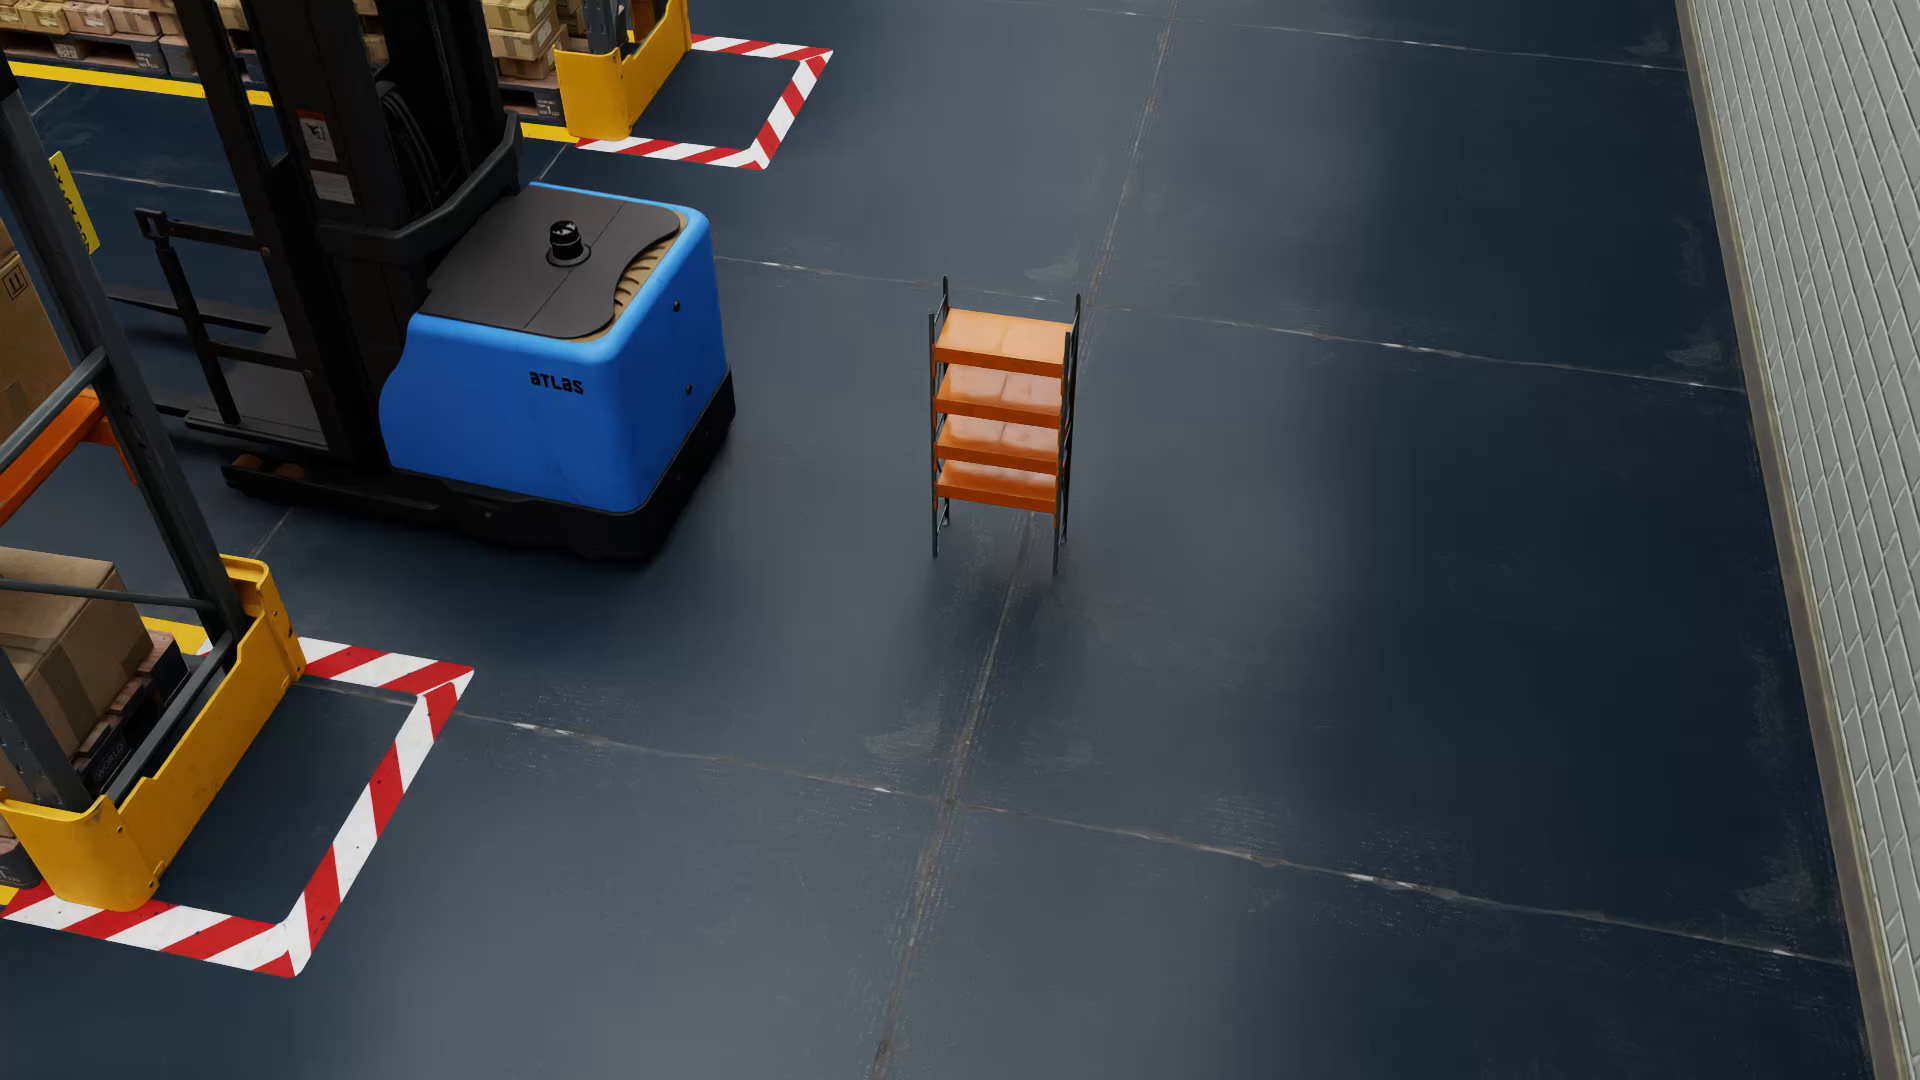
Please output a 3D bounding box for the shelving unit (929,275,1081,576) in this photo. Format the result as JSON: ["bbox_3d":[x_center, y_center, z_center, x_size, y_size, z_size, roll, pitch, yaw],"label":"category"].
[{"bbox_3d":[0.162,-0.407,6.308,0.503,1.200,0.258,9,45,9],"label":"shelving unit"}]

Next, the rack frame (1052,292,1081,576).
[{"bbox_3d":[0.400,-0.370,6.269,0.015,1.200,0.240,9,45,9],"label":"rack frame"}]

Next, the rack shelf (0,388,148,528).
[{"bbox_3d":[-4.716,-0.314,5.432,4.000,0.370,1.077,9,45,9],"label":"rack shelf"}]

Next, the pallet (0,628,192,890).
[{"bbox_3d":[-3.561,0.666,5.906,1.213,0.211,1.003,9,45,9],"label":"pallet"}]

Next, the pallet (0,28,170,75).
[{"bbox_3d":[-5.022,-3.159,9.880,1.213,0.211,1.003,9,45,9],"label":"pallet"}]

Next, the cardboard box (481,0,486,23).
[{"bbox_3d":[-2.586,-2.960,8.986,0.250,0.149,0.380,10,45,10],"label":"cardboard box"}]

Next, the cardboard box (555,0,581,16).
[{"bbox_3d":[-2.237,-3.120,9.367,0.250,0.149,0.380,11,45,11],"label":"cardboard box"}]

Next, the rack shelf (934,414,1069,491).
[{"bbox_3d":[0.162,-0.359,6.355,0.480,0.148,0.258,9,45,9],"label":"rack shelf"}]

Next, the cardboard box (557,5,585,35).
[{"bbox_3d":[-2.223,-3.056,9.515,0.250,0.149,0.380,10,45,10],"label":"cardboard box"}]

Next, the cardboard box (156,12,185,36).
[{"bbox_3d":[-4.358,-3.028,9.486,0.250,0.149,0.380,7,44,7],"label":"cardboard box"}]

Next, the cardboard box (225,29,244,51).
[{"bbox_3d":[-4.125,-2.924,9.378,0.250,0.149,0.380,8,44,8],"label":"cardboard box"}]

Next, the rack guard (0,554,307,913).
[{"bbox_3d":[-2.741,0.634,5.731,0.348,0.500,1.175,9,45,9],"label":"rack guard"}]

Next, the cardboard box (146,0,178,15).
[{"bbox_3d":[-4.363,-3.111,9.357,0.250,0.149,0.380,11,45,11],"label":"cardboard box"}]

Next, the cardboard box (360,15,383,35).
[{"bbox_3d":[-3.106,-2.941,9.181,0.250,0.149,0.380,8,45,9],"label":"cardboard box"}]

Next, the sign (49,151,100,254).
[{"bbox_3d":[-2.637,-0.985,4.929,0.005,0.325,0.100,9,45,9],"label":"sign"}]

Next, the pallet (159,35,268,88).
[{"bbox_3d":[-3.828,-2.975,9.689,1.213,0.211,1.003,9,45,9],"label":"pallet"}]

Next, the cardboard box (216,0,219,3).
[{"bbox_3d":[-4.131,-3.029,9.273,0.250,0.149,0.380,9,45,9],"label":"cardboard box"}]

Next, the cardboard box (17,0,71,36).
[{"bbox_3d":[-5.140,-3.052,9.511,0.250,0.149,0.380,10,45,10],"label":"cardboard box"}]

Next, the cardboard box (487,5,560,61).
[{"bbox_3d":[-2.359,-2.754,8.986,0.250,0.149,0.380,8,44,8],"label":"cardboard box"}]

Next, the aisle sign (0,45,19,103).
[{"bbox_3d":[-2.631,-1.392,4.159,0.004,0.787,0.394,9,45,9],"label":"aisle sign"}]

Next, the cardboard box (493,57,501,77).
[{"bbox_3d":[-2.614,-2.669,9.112,0.250,0.149,0.380,10,45,10],"label":"cardboard box"}]

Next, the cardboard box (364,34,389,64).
[{"bbox_3d":[-3.097,-2.795,9.244,0.250,0.149,0.380,9,45,9],"label":"cardboard box"}]

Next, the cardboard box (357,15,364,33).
[{"bbox_3d":[-3.375,-2.901,9.139,0.250,0.149,0.380,9,45,10],"label":"cardboard box"}]

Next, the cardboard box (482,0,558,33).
[{"bbox_3d":[-2.354,-2.883,8.906,0.250,0.149,0.380,9,45,10],"label":"cardboard box"}]

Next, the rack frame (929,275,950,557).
[{"bbox_3d":[-0.077,-0.444,6.346,0.015,1.200,0.240,9,45,9],"label":"rack frame"}]

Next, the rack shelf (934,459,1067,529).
[{"bbox_3d":[0.162,-0.216,6.492,0.480,0.148,0.258,9,45,9],"label":"rack shelf"}]

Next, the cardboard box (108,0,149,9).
[{"bbox_3d":[-4.626,-3.168,9.417,0.250,0.149,0.380,7,44,7],"label":"cardboard box"}]

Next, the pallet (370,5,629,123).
[{"bbox_3d":[-2.641,-2.789,9.496,1.213,0.211,1.003,9,45,9],"label":"pallet"}]

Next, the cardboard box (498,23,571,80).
[{"bbox_3d":[-2.341,-2.698,9.143,0.250,0.149,0.380,10,45,10],"label":"cardboard box"}]

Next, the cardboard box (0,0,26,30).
[{"bbox_3d":[-5.400,-3.093,9.553,0.250,0.149,0.380,7,44,7],"label":"cardboard box"}]

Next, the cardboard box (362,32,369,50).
[{"bbox_3d":[-3.359,-2.792,9.240,0.250,0.149,0.380,7,44,7],"label":"cardboard box"}]

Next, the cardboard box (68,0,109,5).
[{"bbox_3d":[-4.889,-3.211,9.461,0.250,0.149,0.380,9,45,9],"label":"cardboard box"}]

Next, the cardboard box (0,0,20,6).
[{"bbox_3d":[-5.401,-3.201,9.451,0.250,0.149,0.380,11,45,11],"label":"cardboard box"}]

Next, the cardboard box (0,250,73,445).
[{"bbox_3d":[-3.170,-0.573,5.110,0.500,0.500,0.500,9,45,9],"label":"cardboard box"}]

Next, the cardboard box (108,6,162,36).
[{"bbox_3d":[-4.628,-3.045,9.504,0.250,0.149,0.380,8,44,8],"label":"cardboard box"}]

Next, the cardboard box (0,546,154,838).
[{"bbox_3d":[-3.430,0.469,5.644,0.875,0.438,0.875,7,44,8],"label":"cardboard box"}]

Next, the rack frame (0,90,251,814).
[{"bbox_3d":[-2.764,-0.270,4.868,0.127,3.000,1.000,9,45,9],"label":"rack frame"}]

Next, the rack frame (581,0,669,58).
[{"bbox_3d":[-1.782,-3.635,8.364,0.127,3.000,1.000,9,45,9],"label":"rack frame"}]

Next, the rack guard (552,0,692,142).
[{"bbox_3d":[-1.856,-2.746,9.243,0.348,0.500,1.175,9,45,9],"label":"rack guard"}]

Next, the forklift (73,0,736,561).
[{"bbox_3d":[-2.549,-1.551,6.248,3.031,2.935,1.130,11,45,12],"label":"forklift"}]

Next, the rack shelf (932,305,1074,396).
[{"bbox_3d":[0.162,-0.690,6.035,0.480,0.148,0.258,9,45,9],"label":"rack shelf"}]

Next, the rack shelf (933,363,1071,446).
[{"bbox_3d":[0.162,-0.520,6.199,0.480,0.148,0.258,9,45,9],"label":"rack shelf"}]

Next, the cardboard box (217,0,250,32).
[{"bbox_3d":[-3.896,-2.975,9.216,0.250,0.149,0.380,9,45,9],"label":"cardboard box"}]

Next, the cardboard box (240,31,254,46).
[{"bbox_3d":[-3.852,-2.936,9.390,0.250,0.149,0.380,10,45,10],"label":"cardboard box"}]

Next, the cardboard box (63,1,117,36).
[{"bbox_3d":[-4.886,-3.050,9.509,0.250,0.149,0.380,9,45,9],"label":"cardboard box"}]

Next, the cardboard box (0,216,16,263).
[{"bbox_3d":[-3.170,-0.932,4.762,0.500,0.500,0.500,8,44,8],"label":"cardboard box"}]

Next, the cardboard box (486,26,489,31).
[{"bbox_3d":[-2.602,-2.830,9.065,0.250,0.149,0.380,8,44,8],"label":"cardboard box"}]

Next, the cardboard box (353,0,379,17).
[{"bbox_3d":[-3.106,-2.995,9.022,0.250,0.149,0.380,7,44,7],"label":"cardboard box"}]

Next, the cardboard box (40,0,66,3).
[{"bbox_3d":[-5.135,-3.223,9.474,0.250,0.149,0.380,9,45,9],"label":"cardboard box"}]
